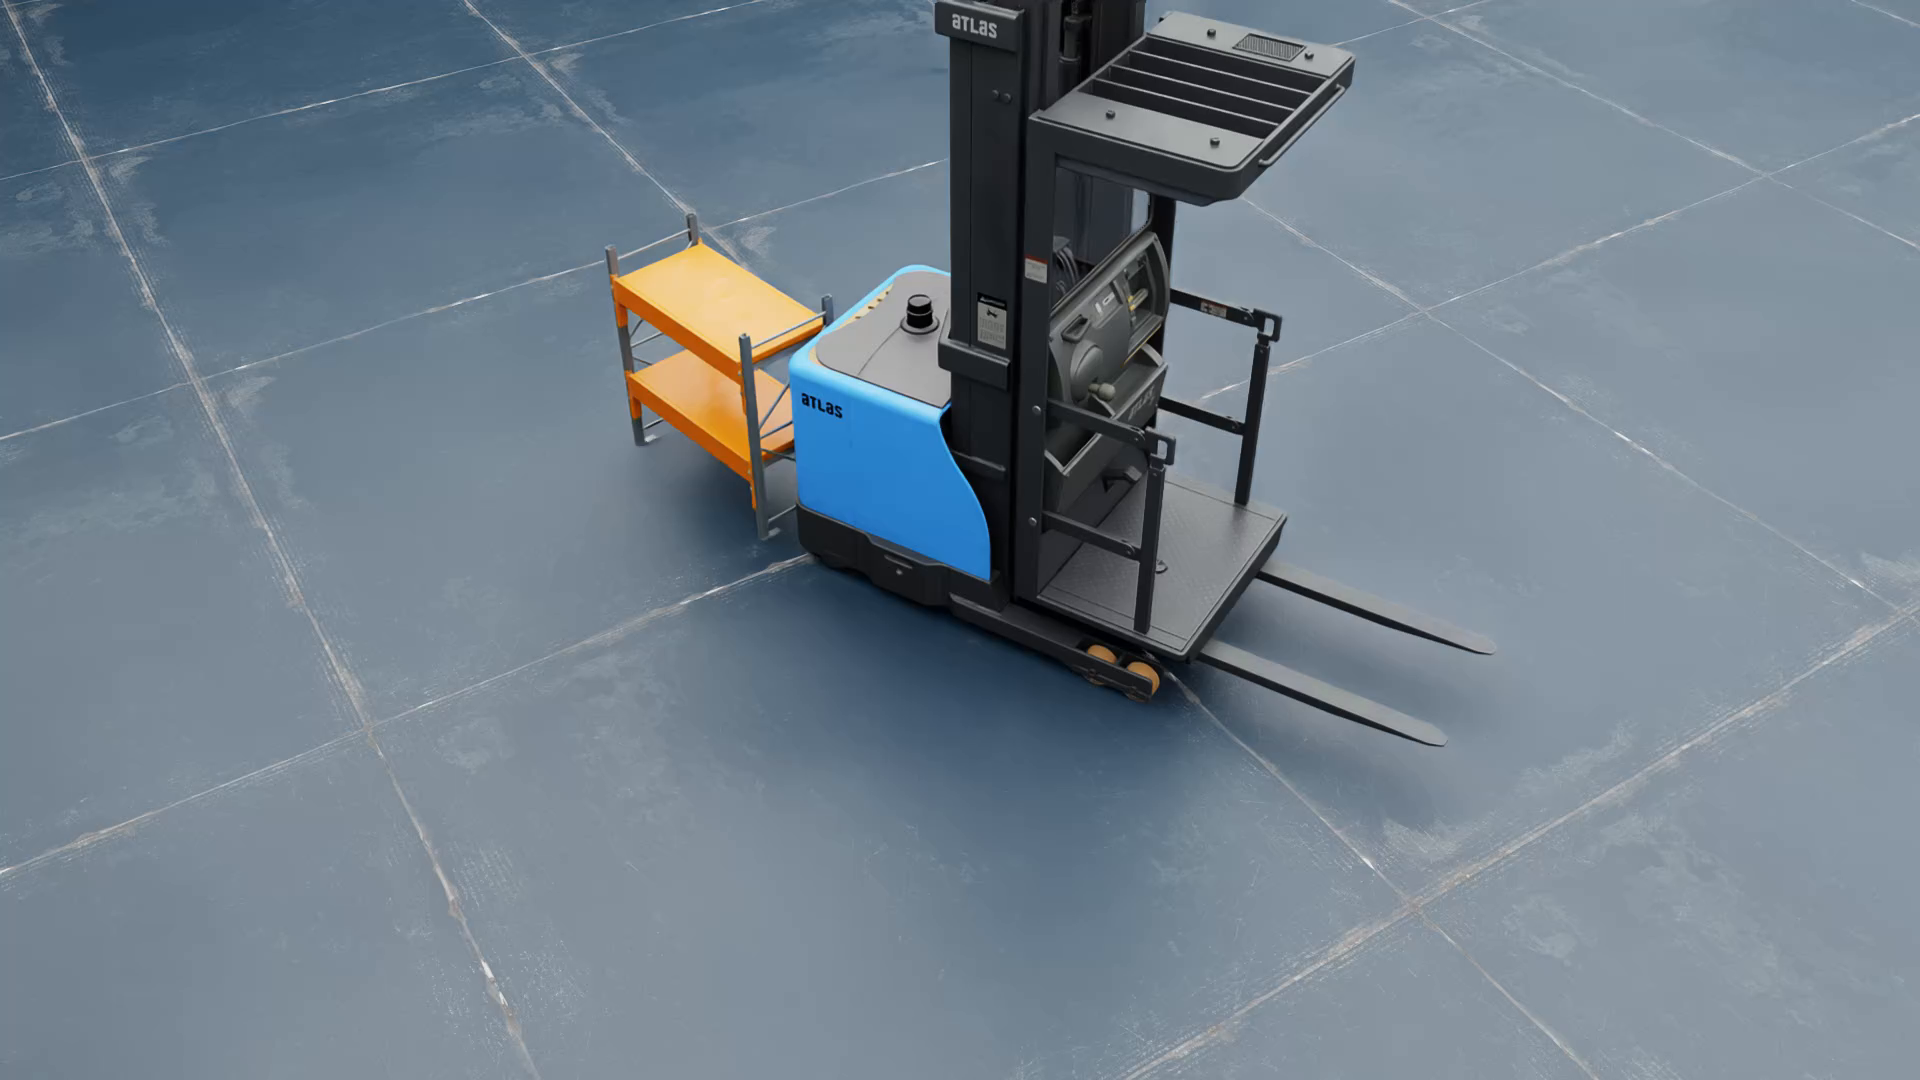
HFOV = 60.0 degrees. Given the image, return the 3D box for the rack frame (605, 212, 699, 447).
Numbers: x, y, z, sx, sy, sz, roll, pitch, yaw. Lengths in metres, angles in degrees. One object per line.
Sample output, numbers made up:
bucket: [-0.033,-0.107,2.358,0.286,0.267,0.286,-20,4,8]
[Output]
rack frame: [-1.447,-1.019,8.155,0.500,1.125,0.032,-31,49,-32]

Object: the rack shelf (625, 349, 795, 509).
rack shelf: [-1.101,-0.593,8.025,0.538,0.278,1.000,-31,49,-32]

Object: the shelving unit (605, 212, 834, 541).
shelving unit: [-1.101,-0.781,7.869,0.538,1.125,1.048,-31,49,-32]

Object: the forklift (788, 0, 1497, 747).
forklift: [0.776,-0.838,6.526,3.031,2.935,1.130,22,44,24]

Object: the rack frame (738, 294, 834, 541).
rack frame: [-0.755,-0.542,7.583,0.500,1.125,0.032,-31,49,-32]

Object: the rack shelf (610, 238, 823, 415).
rack shelf: [-1.101,-1.006,7.681,0.538,0.278,1.000,-31,49,-32]
